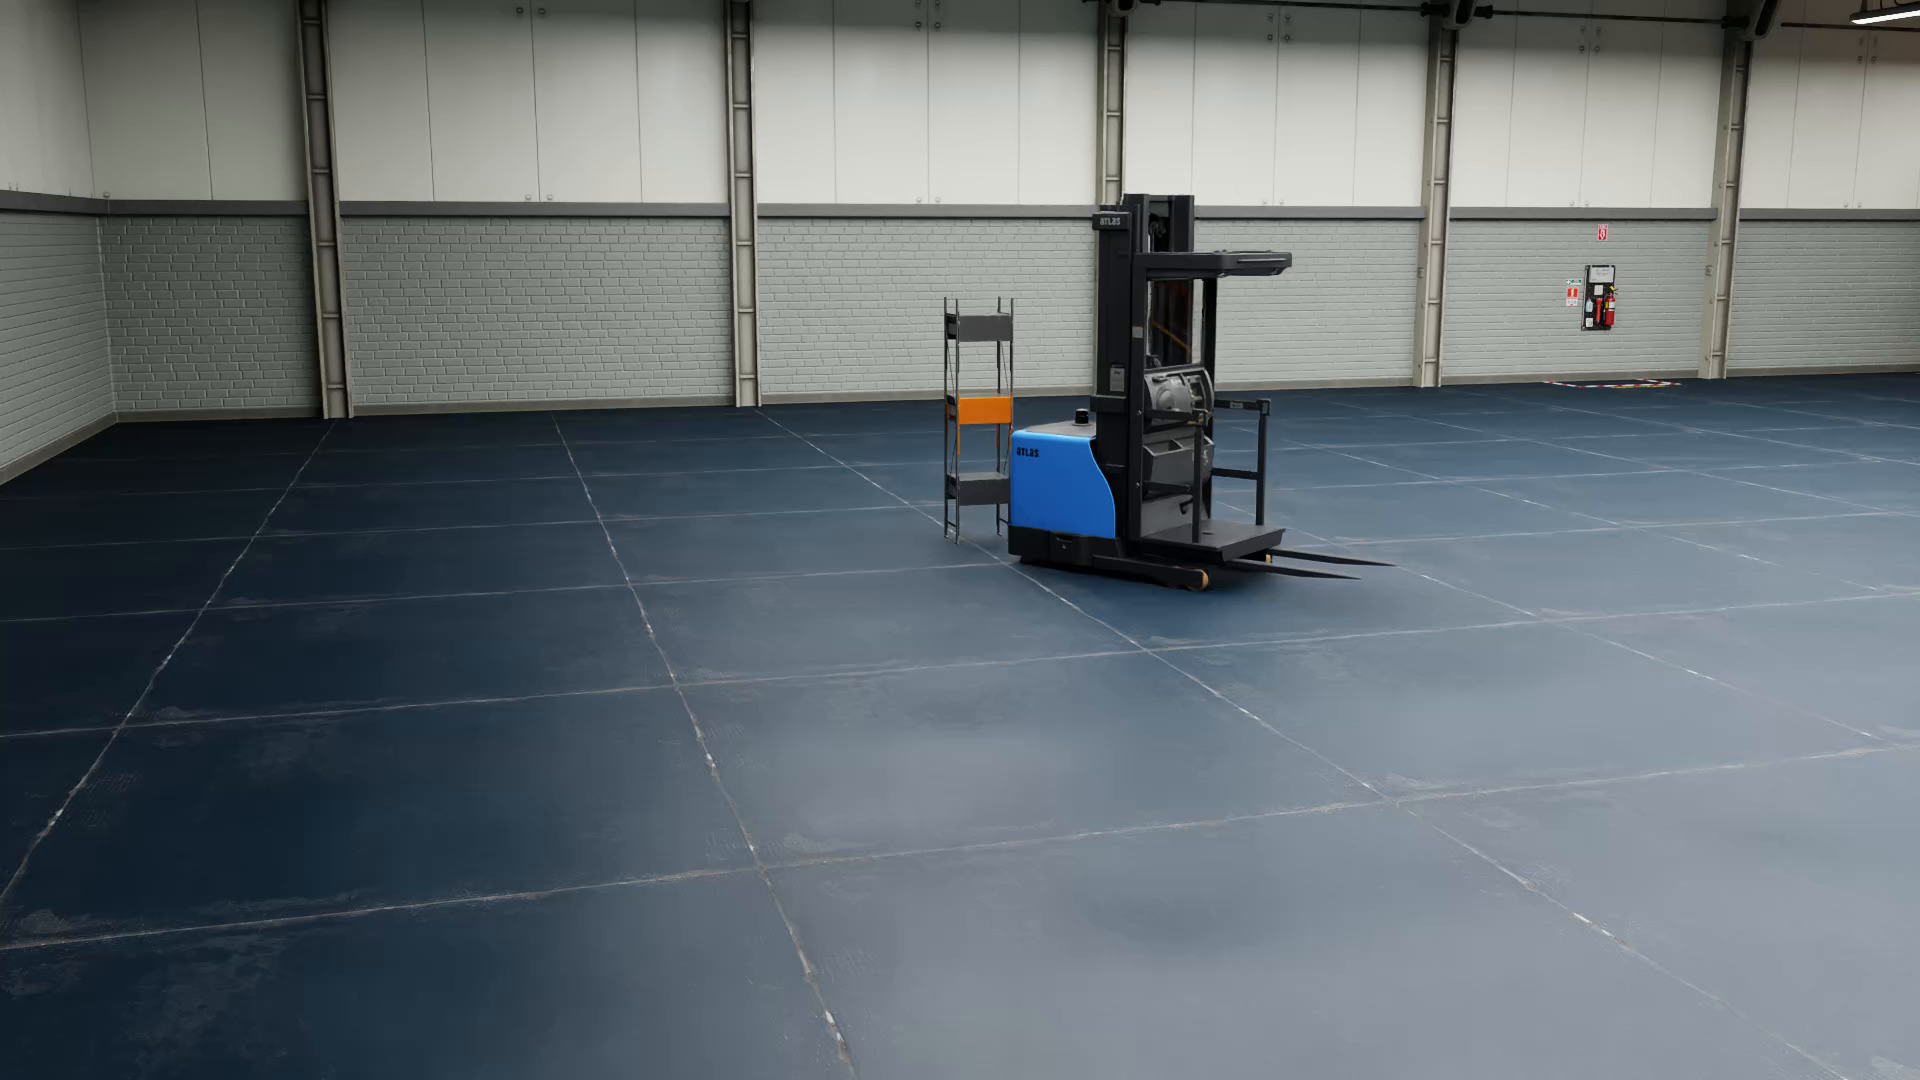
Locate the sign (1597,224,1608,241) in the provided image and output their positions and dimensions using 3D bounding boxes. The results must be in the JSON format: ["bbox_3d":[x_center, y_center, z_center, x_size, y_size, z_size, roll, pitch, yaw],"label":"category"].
[{"bbox_3d":[11.544,-5.525,29.871,0.199,0.298,0.001,-3,11,-16],"label":"sign"}]

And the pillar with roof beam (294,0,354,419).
[{"bbox_3d":[-7.877,-5.474,19.427,0.400,9.000,9.100,-3,11,-16],"label":"pillar with roof beam"}]

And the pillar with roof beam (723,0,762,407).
[{"bbox_3d":[-2.116,-5.778,21.077,0.548,9.000,9.100,-3,11,-16],"label":"pillar with roof beam"}]

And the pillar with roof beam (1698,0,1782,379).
[{"bbox_3d":[15.167,-6.689,26.024,0.548,9.000,9.100,-3,11,-16],"label":"pillar with roof beam"}]

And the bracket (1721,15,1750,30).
[{"bbox_3d":[13.664,-9.125,29.314,0.430,0.232,0.235,-3,11,-16],"label":"bracket"}]

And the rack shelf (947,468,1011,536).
[{"bbox_3d":[0.159,-0.339,14.531,0.480,0.518,0.431,-3,11,-16],"label":"rack shelf"}]

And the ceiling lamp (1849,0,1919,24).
[{"bbox_3d":[13.933,-9.371,24.471,0.800,3.185,2.000,-3,11,-16],"label":"ceiling lamp"}]

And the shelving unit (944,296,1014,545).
[{"bbox_3d":[0.159,-1.041,14.402,0.503,2.100,0.431,-3,11,-16],"label":"shelving unit"}]

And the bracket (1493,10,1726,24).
[{"bbox_3d":[11.174,-8.993,28.601,4.783,0.066,0.076,-3,11,-16],"label":"bracket"}]

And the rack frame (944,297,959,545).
[{"bbox_3d":[-0.075,-1.029,14.335,0.015,2.100,0.400,-3,11,-16],"label":"rack frame"}]

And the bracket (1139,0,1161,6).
[{"bbox_3d":[2.939,-8.559,26.244,0.430,0.232,0.235,-3,11,-16],"label":"bracket"}]

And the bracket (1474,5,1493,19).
[{"bbox_3d":[8.700,-8.863,27.893,0.430,0.232,0.235,-3,11,-16],"label":"bracket"}]

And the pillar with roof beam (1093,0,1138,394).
[{"bbox_3d":[3.645,-6.081,22.726,0.548,9.000,9.100,-3,11,-16],"label":"pillar with roof beam"}]

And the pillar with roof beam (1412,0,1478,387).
[{"bbox_3d":[9.406,-6.385,24.375,0.548,9.000,9.100,-3,11,-16],"label":"pillar with roof beam"}]

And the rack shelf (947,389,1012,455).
[{"bbox_3d":[0.159,-1.028,14.404,0.480,0.518,0.431,-3,11,-16],"label":"rack shelf"}]

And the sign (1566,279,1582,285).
[{"bbox_3d":[11.027,-4.635,29.877,0.331,0.109,0.001,-3,11,-16],"label":"sign"}]

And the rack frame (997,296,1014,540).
[{"bbox_3d":[0.393,-1.053,14.469,0.015,2.100,0.400,-3,11,-16],"label":"rack frame"}]

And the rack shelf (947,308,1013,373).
[{"bbox_3d":[0.159,-1.716,14.278,0.480,0.518,0.431,-3,11,-16],"label":"rack shelf"}]

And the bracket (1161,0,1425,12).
[{"bbox_3d":[5.413,-8.690,26.952,4.783,0.066,0.076,-3,11,-16],"label":"bracket"}]

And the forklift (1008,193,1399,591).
[{"bbox_3d":[1.867,-1.167,12.789,3.031,2.935,1.130,8,13,37],"label":"forklift"}]

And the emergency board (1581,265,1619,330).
[{"bbox_3d":[11.580,-4.368,29.989,0.643,1.169,0.194,-3,11,-16],"label":"emergency board"}]

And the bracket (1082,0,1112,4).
[{"bbox_3d":[2.142,-8.517,26.016,0.430,0.232,0.235,-3,11,-16],"label":"bracket"}]

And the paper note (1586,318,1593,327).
[{"bbox_3d":[11.391,-3.938,30.086,0.142,0.148,0.016,-3,11,-16],"label":"paper note"}]

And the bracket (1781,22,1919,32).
[{"bbox_3d":[16.935,-9.297,30.251,4.783,0.066,0.076,-3,11,-16],"label":"bracket"}]

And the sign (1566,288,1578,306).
[{"bbox_3d":[11.020,-4.376,29.932,0.234,0.329,0.001,-3,11,-16],"label":"sign"}]

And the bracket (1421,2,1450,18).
[{"bbox_3d":[7.903,-8.821,27.665,0.430,0.232,0.235,-3,11,-16],"label":"bracket"}]
